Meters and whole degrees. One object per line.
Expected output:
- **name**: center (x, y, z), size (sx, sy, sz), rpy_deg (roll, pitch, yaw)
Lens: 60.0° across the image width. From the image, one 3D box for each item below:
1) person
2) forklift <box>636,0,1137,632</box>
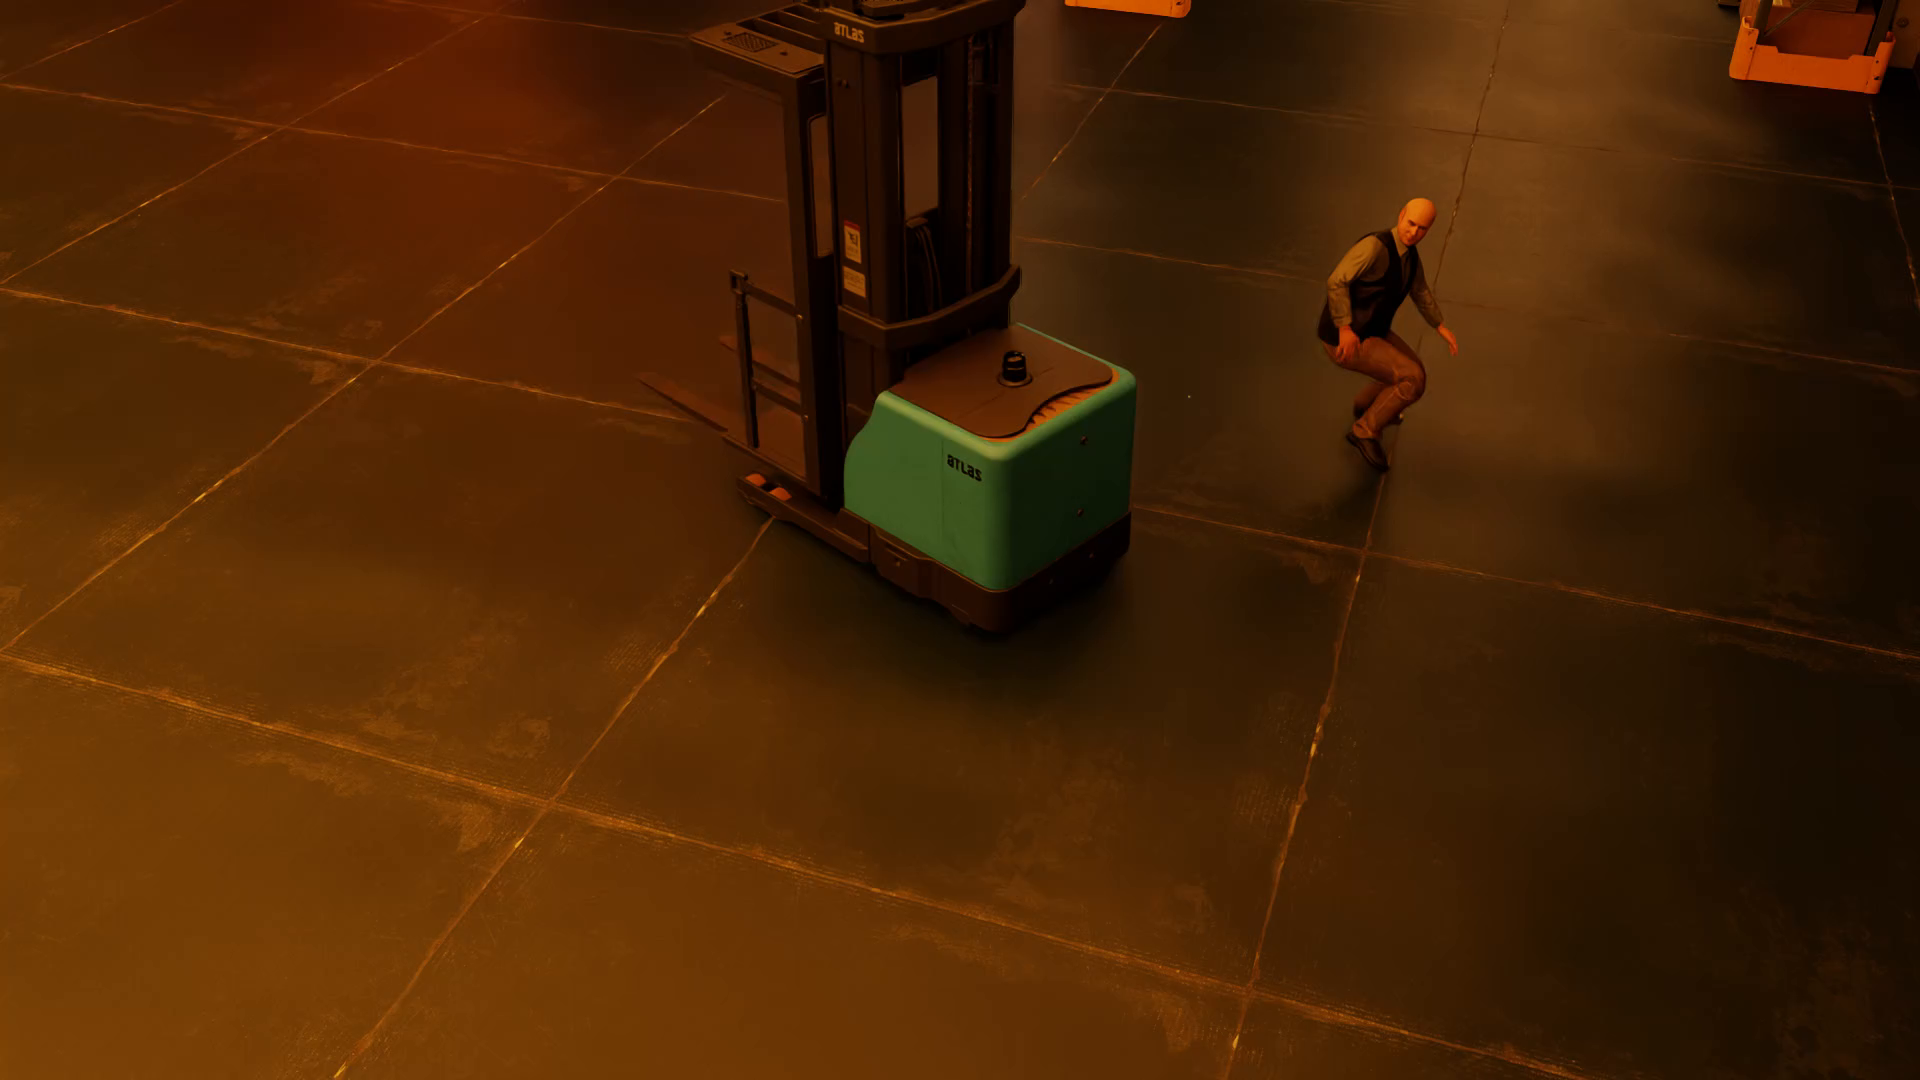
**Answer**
- **person**: center (2.304, -1.122, 8.998), size (0.667, 1.496, 0.775), rpy_deg (20, 40, 26)
- **forklift**: center (-0.552, -1.498, 8.224), size (3.031, 2.935, 1.130), rpy_deg (29, 45, 34)
